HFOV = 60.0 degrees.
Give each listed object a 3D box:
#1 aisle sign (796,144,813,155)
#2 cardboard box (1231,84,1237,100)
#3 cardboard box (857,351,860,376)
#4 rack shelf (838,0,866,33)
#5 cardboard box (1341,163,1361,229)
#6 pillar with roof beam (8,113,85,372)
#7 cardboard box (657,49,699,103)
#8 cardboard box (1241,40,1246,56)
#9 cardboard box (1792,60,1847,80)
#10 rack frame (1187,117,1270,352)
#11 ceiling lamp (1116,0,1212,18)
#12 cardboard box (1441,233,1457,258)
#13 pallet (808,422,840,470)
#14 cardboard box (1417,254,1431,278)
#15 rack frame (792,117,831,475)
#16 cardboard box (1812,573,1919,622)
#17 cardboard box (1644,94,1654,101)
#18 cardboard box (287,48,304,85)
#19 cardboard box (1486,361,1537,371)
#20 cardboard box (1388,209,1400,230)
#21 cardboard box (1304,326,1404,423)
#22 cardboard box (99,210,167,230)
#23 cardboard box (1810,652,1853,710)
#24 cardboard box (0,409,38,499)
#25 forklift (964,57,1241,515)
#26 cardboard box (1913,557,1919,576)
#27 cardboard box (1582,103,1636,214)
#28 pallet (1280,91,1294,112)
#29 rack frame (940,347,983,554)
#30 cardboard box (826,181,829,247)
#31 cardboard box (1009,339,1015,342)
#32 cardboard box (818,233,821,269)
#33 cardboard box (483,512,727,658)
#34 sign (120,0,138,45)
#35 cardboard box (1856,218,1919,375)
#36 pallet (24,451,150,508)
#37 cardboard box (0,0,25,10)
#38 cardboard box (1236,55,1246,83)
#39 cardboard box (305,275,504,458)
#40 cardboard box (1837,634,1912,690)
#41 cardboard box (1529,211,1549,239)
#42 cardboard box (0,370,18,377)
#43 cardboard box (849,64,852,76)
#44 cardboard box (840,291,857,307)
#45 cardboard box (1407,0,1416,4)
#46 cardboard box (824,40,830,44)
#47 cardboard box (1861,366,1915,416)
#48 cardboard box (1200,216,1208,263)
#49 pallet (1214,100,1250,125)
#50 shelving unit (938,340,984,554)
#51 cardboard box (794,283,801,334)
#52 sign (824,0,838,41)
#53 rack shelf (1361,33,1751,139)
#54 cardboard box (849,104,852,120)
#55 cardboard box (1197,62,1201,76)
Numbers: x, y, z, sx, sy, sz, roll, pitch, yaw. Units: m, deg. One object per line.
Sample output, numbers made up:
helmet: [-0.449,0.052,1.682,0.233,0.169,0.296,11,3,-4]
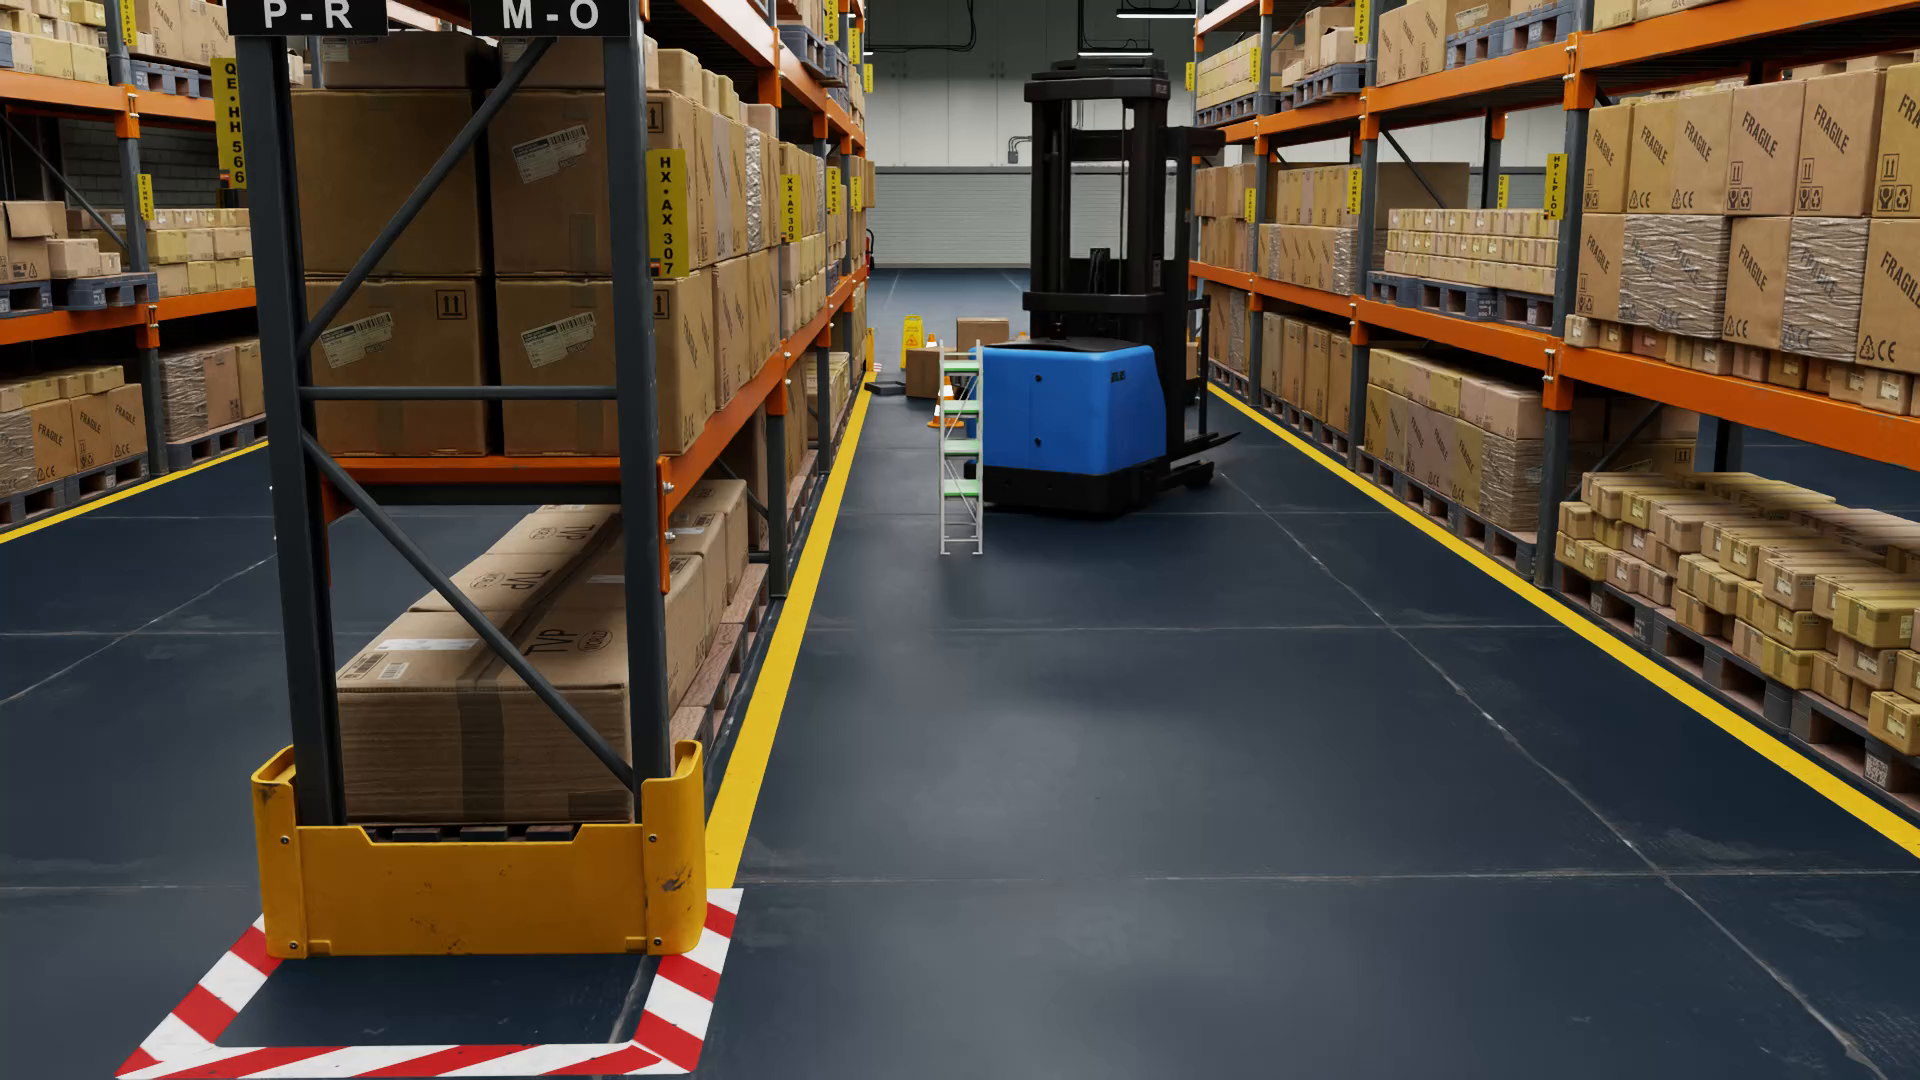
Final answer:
aisle sign: [-1.952,-4.846,19.863,0.394,0.787,0.004,0,11,-1]
cardboard box: [3.040,-4.681,17.368,0.380,0.149,0.250,0,11,0]
cardboard box: [-1.323,-1.849,17.486,0.500,0.250,0.500,0,11,2]
rack shelf: [-1.599,-5.749,17.583,1.077,0.370,4.000,0,11,-1]
cardboard box: [3.460,-2.740,13.254,0.700,0.500,0.500,0,11,-2]
pillar with roof beam: [-3.062,-5.163,12.874,9.100,9.000,0.400,0,11,-1]
cardboard box: [-1.008,-1.413,5.082,0.380,0.149,0.250,0,11,1]
cardboard box: [3.053,-4.970,16.788,0.380,0.149,0.250,0,11,-1]
cardboard box: [8.260,-4.439,15.536,0.797,0.503,0.637,-1,11,-4]
rack frame: [3.306,-3.601,20.266,1.000,3.000,0.127,0,11,-1]
ceiling lamp: [4.295,-12.633,35.014,2.000,3.185,0.800,0,11,-1]
cardboard box: [3.309,-1.887,10.642,0.380,0.149,0.250,0,11,-2]
pallet: [-1.490,-0.759,13.271,1.003,0.211,1.213,0,11,-1]
cardboard box: [3.297,-1.843,11.177,0.380,0.149,0.250,0,11,1]
rack frame: [-1.475,-1.971,12.228,1.000,3.000,0.127,0,11,-1]
cardboard box: [3.350,0.222,6.039,0.380,0.149,0.250,-1,11,-3]
cardboard box: [8.013,-4.982,18.901,0.380,0.149,0.250,0,11,1]
cardboard box: [-6.262,-4.283,14.998,0.500,0.311,0.500,-1,11,-3]
cardboard box: [3.764,-1.023,10.902,0.500,0.250,0.500,0,11,0]
cardboard box: [3.287,-2.292,11.891,0.380,0.149,0.250,0,11,-1]
cardboard box: [3.527,-1.410,14.065,1.050,0.750,0.750,0,11,0]
cardboard box: [-6.150,-2.381,12.368,0.380,0.149,0.250,0,11,1]
cardboard box: [3.373,0.514,6.095,0.380,0.149,0.250,0,11,-1]
cardboard box: [-6.172,-0.540,10.409,0.500,0.500,0.500,-1,11,-3]
forklift: [1.189,-1.848,11.794,1.130,2.935,3.031,6,13,29]
cardboard box: [3.878,0.164,6.322,0.380,0.149,0.250,0,11,1]
cardboard box: [3.320,-1.810,7.922,0.500,0.500,0.500,0,11,0]
pallet: [3.457,-4.000,15.171,0.805,0.209,1.217,-1,11,-3]
rack frame: [0.008,-0.507,9.539,0.240,1.200,0.015,0,11,-1]
cardboard box: [-1.253,-2.462,12.593,0.500,0.500,0.500,-1,11,-3]
cardboard box: [0.927,-1.999,18.646,0.797,0.503,0.637,-10,15,-40]
cardboard box: [-1.197,-1.945,11.222,0.500,0.250,0.500,-1,11,-3]
cardboard box: [-1.468,0.178,7.028,0.875,0.438,0.875,-1,11,-3]
sign: [-5.895,-3.675,11.784,0.100,0.325,0.005,0,11,-1]
cardboard box: [3.365,-0.806,5.489,0.500,0.500,0.500,0,11,-2]
pallet: [-6.460,-0.434,11.669,1.003,0.211,1.213,0,11,-1]
cardboard box: [-6.116,-3.412,10.417,0.380,0.149,0.250,0,11,-2]
cardboard box: [3.112,-4.801,16.955,0.500,0.250,0.500,0,11,-1]
cardboard box: [-1.585,-0.524,4.847,0.500,0.500,0.500,0,11,-1]
cardboard box: [3.328,0.418,5.822,0.380,0.149,0.250,-1,11,-3]
cardboard box: [3.344,-1.723,9.085,0.380,0.149,0.250,-1,11,-3]
cardboard box: [-6.760,-1.090,11.489,0.380,0.149,0.250,0,11,1]
cardboard box: [-1.238,-4.567,16.111,0.380,0.149,0.250,0,11,-2]
cardboard box: [-1.243,-2.453,16.948,0.380,0.149,0.250,0,11,0]
cardboard box: [3.215,-3.721,11.136,0.396,0.266,0.258,0,11,-1]
cardboard box: [-1.376,-4.296,14.208,0.500,0.250,0.500,0,11,0]
cardboard box: [3.331,-0.511,5.667,0.380,0.149,0.250,0,11,0]
cardboard box: [3.359,-3.601,19.889,0.875,0.550,0.550,0,11,-1]
pallet: [3.360,-4.637,18.052,1.003,0.211,1.213,0,11,-1]
shelving unit: [0.003,-0.555,9.778,0.258,1.200,0.503,0,11,-1]
cardboard box: [-1.150,-1.293,9.268,0.500,0.250,0.500,-1,11,-3]
sign: [-0.920,-3.734,11.874,0.100,0.325,0.005,0,11,-1]
rack shelf: [3.513,-2.731,10.241,1.077,0.370,4.000,0,11,-1]
cardboard box: [-1.266,-4.228,16.443,0.380,0.149,0.250,0,11,-1]
cardboard box: [2.995,-5.526,19.529,0.380,0.149,0.250,0,11,-1]
